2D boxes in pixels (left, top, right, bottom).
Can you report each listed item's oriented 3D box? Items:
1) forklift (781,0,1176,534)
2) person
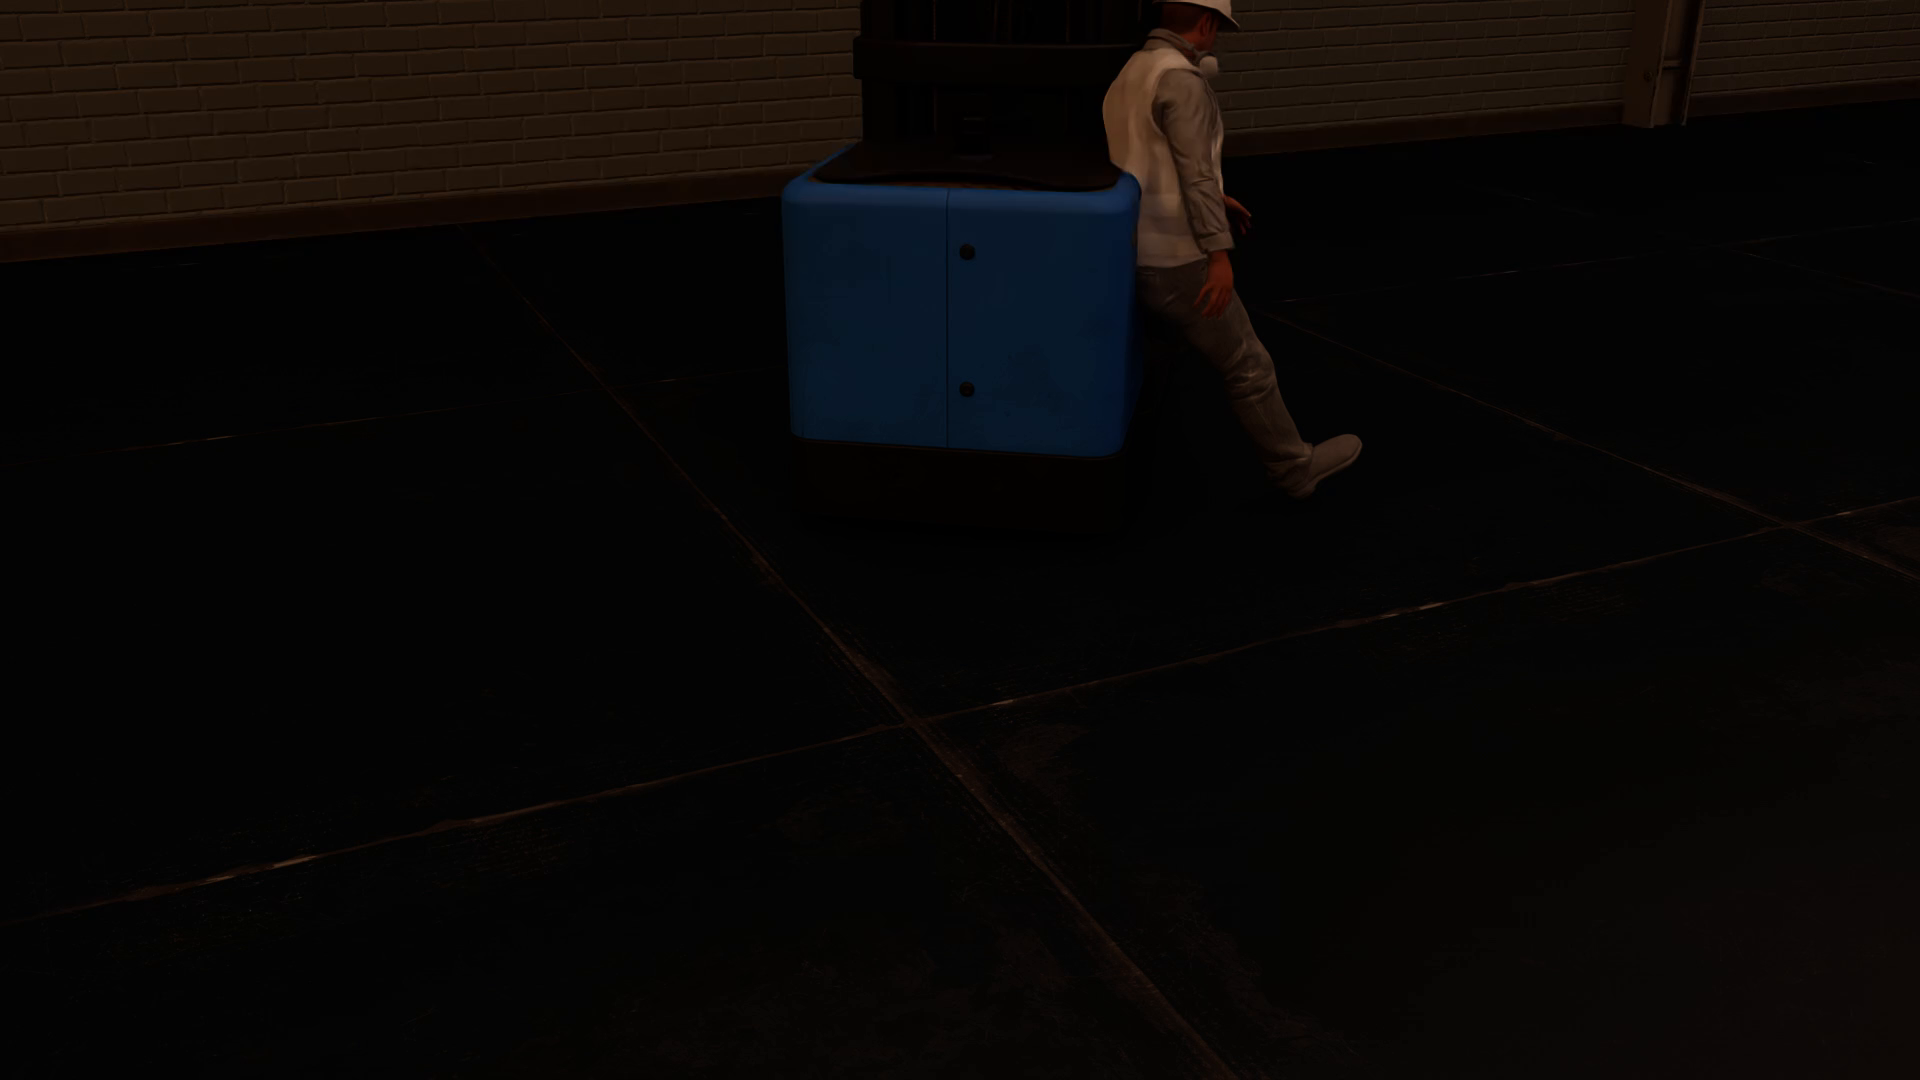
[{"bbox_3d":[0.247,-1.904,5.870,1.130,2.935,3.031,4,23,10],"label":"forklift"},{"bbox_3d":[0.796,-0.956,5.246,0.918,1.644,0.875,-6,23,-15],"label":"person"}]
